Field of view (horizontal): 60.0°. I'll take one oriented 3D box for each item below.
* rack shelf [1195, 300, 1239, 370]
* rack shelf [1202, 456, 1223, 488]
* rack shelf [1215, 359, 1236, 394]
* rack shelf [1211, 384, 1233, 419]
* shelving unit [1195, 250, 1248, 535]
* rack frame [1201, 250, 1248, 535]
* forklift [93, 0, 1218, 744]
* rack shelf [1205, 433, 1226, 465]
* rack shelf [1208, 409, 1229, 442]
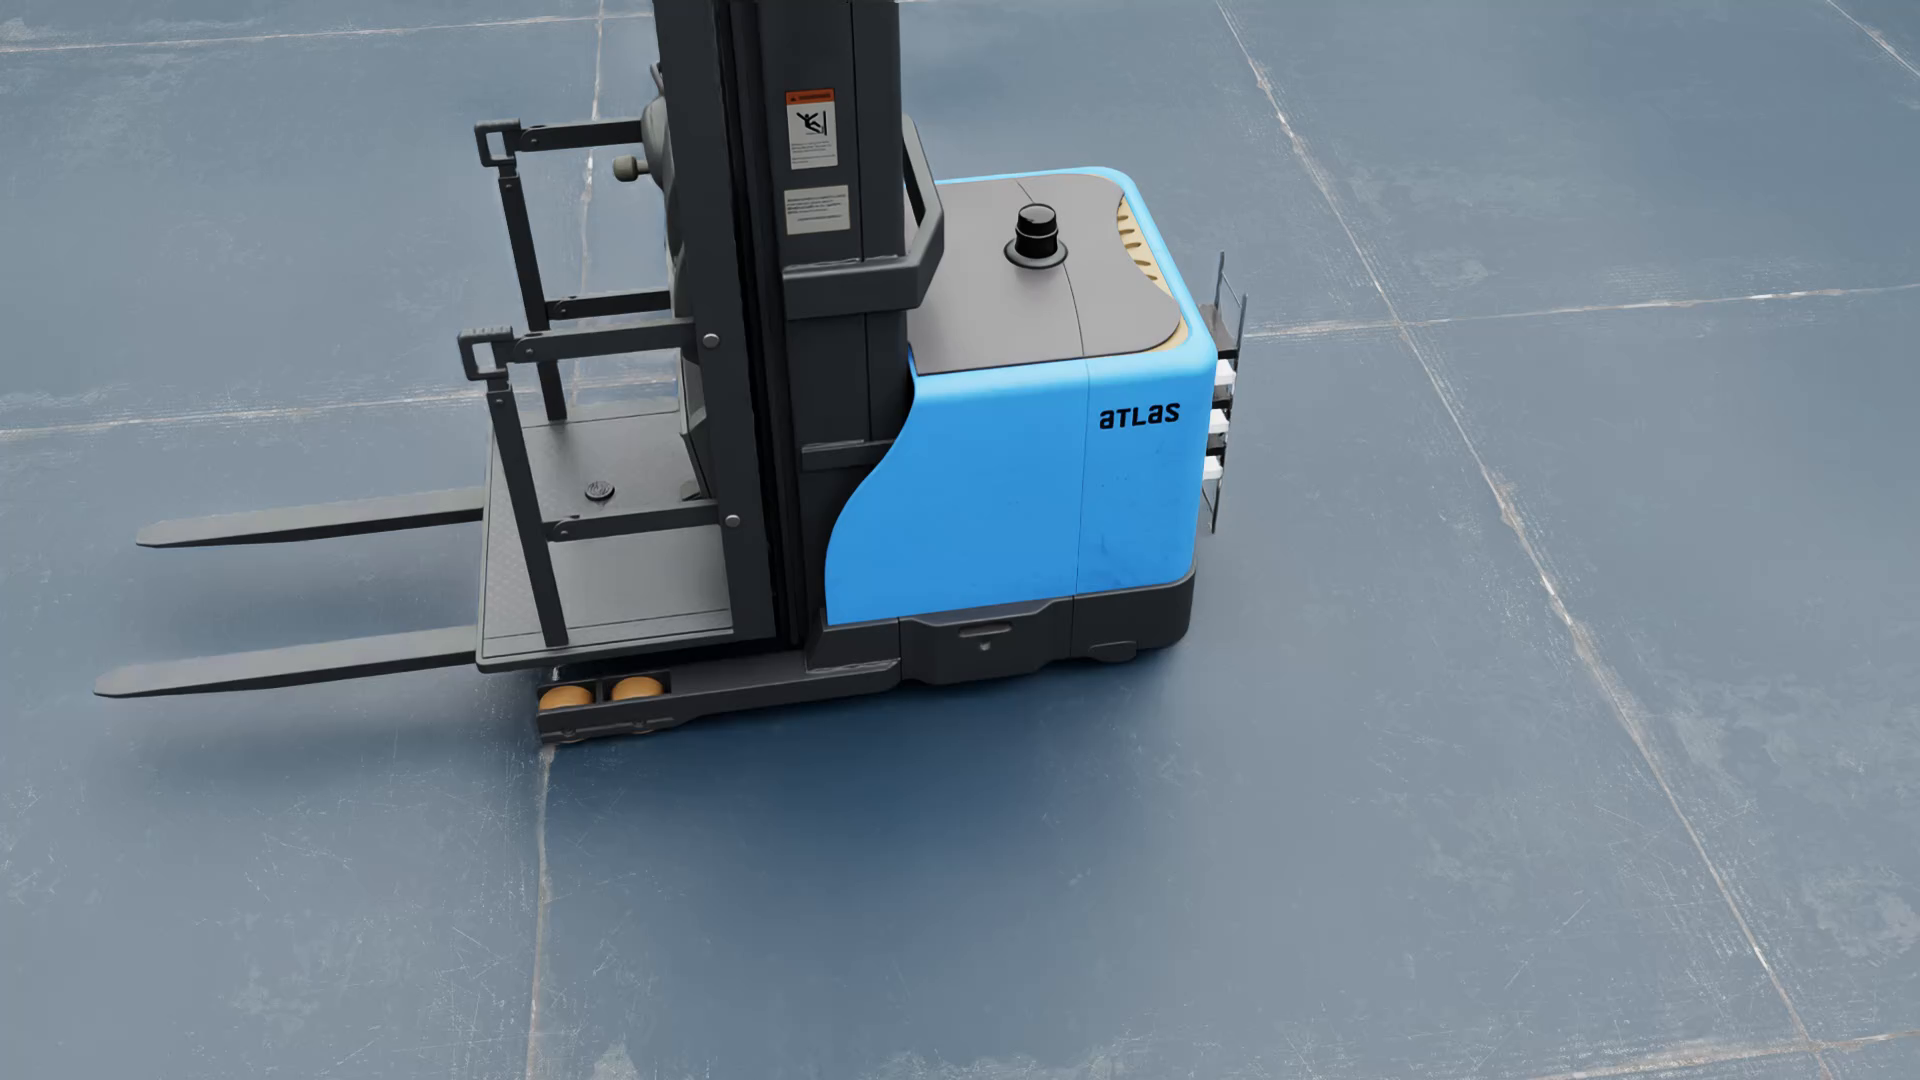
[{"bbox_3d":[0.683,-0.593,4.883,0.200,0.077,0.258,-7,42,-7],"label":"rack shelf"},{"bbox_3d":[0.683,-0.259,5.184,0.200,0.077,0.258,-7,42,-7],"label":"rack shelf"},{"bbox_3d":[0.683,-0.527,4.943,0.200,0.077,0.258,-7,42,-7],"label":"rack shelf"},{"bbox_3d":[0.683,-0.460,5.003,0.200,0.077,0.258,-7,42,-7],"label":"rack shelf"},{"bbox_3d":[0.683,-0.418,5.041,0.210,0.900,0.258,-7,42,-7],"label":"shelving unit"},{"bbox_3d":[0.783,-0.430,5.055,0.006,0.900,0.240,-7,42,-7],"label":"rack frame"},{"bbox_3d":[-0.895,-0.908,4.068,3.031,2.935,1.130,-7,42,-7],"label":"forklift"},{"bbox_3d":[0.683,-0.326,5.124,0.200,0.077,0.258,-7,42,-7],"label":"rack shelf"},{"bbox_3d":[0.683,-0.393,5.064,0.200,0.077,0.258,-7,42,-7],"label":"rack shelf"}]
